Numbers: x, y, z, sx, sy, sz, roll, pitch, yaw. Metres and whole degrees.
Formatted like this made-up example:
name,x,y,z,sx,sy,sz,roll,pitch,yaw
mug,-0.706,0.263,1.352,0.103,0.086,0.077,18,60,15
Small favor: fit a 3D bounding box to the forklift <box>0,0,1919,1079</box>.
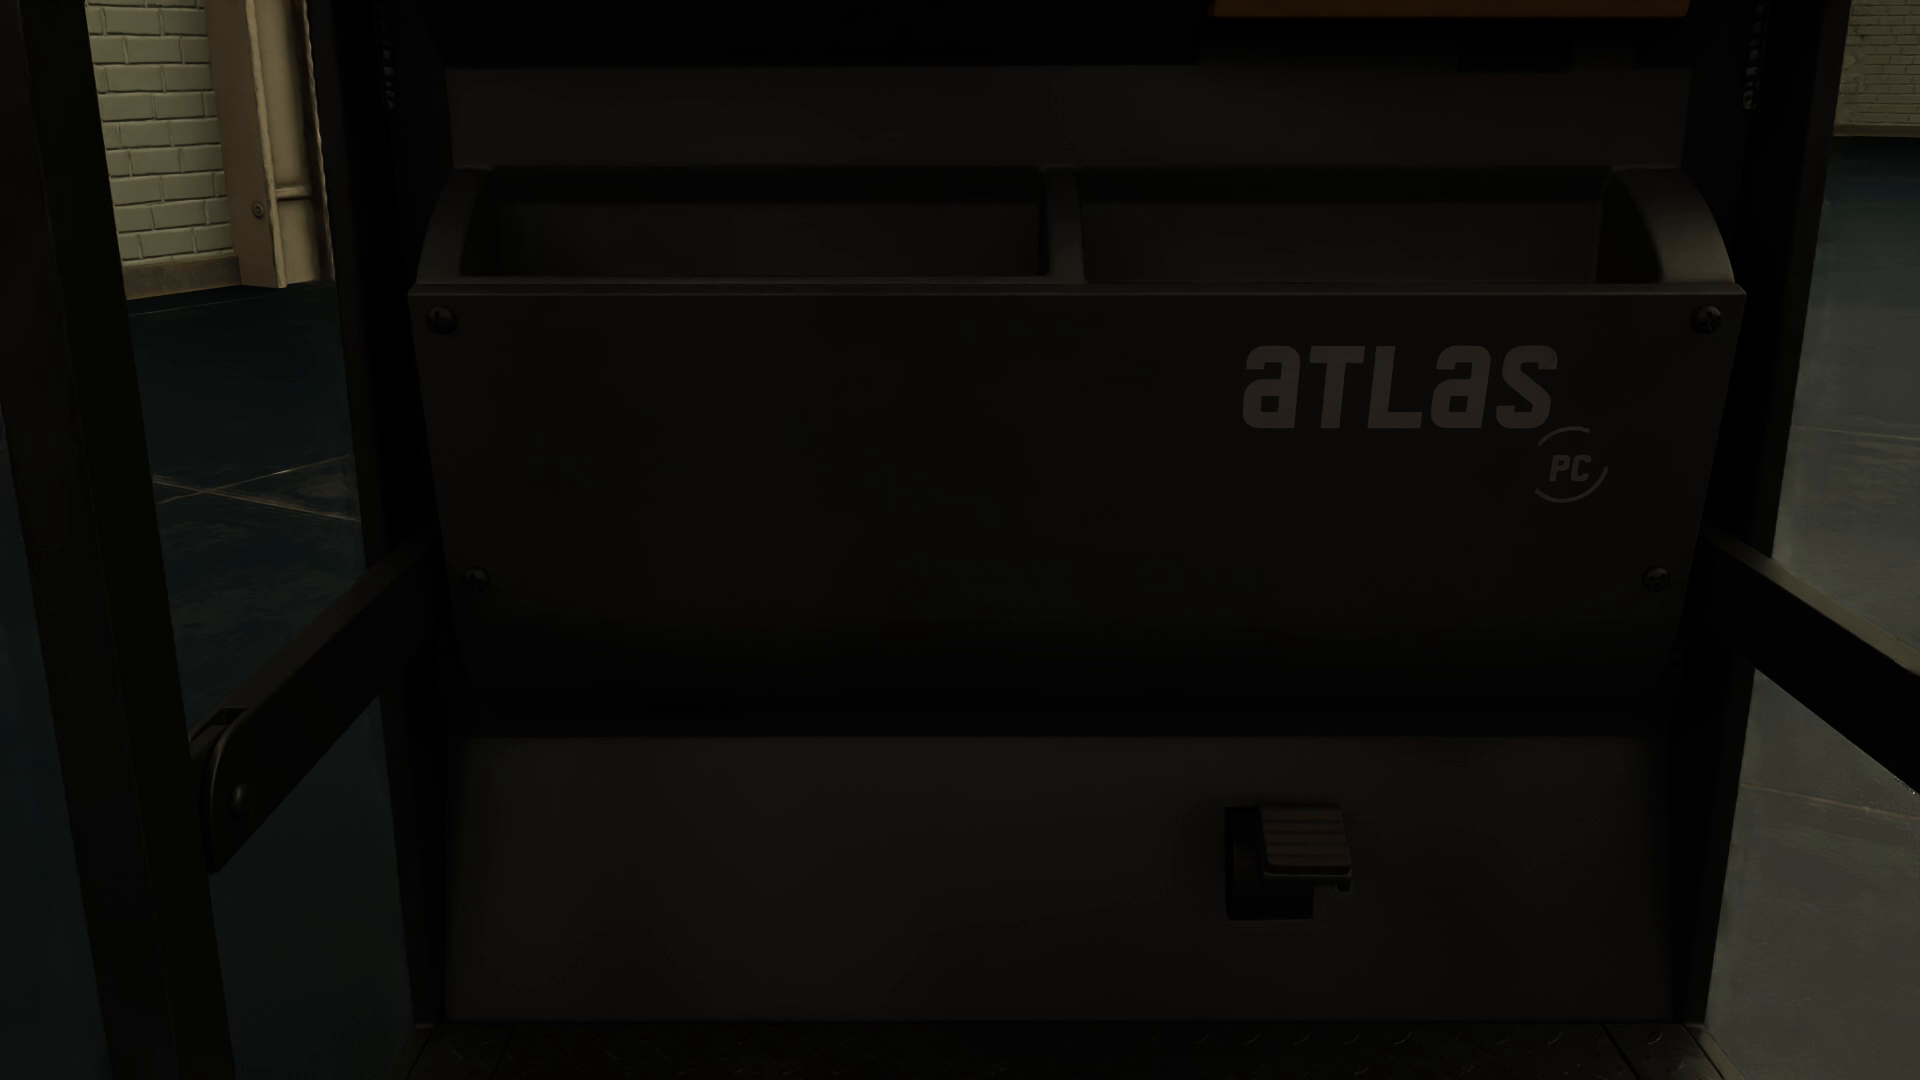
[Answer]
name,x,y,z,sx,sy,sz,roll,pitch,yaw
forklift,0.084,-0.599,0.885,1.130,2.935,3.031,0,16,0
